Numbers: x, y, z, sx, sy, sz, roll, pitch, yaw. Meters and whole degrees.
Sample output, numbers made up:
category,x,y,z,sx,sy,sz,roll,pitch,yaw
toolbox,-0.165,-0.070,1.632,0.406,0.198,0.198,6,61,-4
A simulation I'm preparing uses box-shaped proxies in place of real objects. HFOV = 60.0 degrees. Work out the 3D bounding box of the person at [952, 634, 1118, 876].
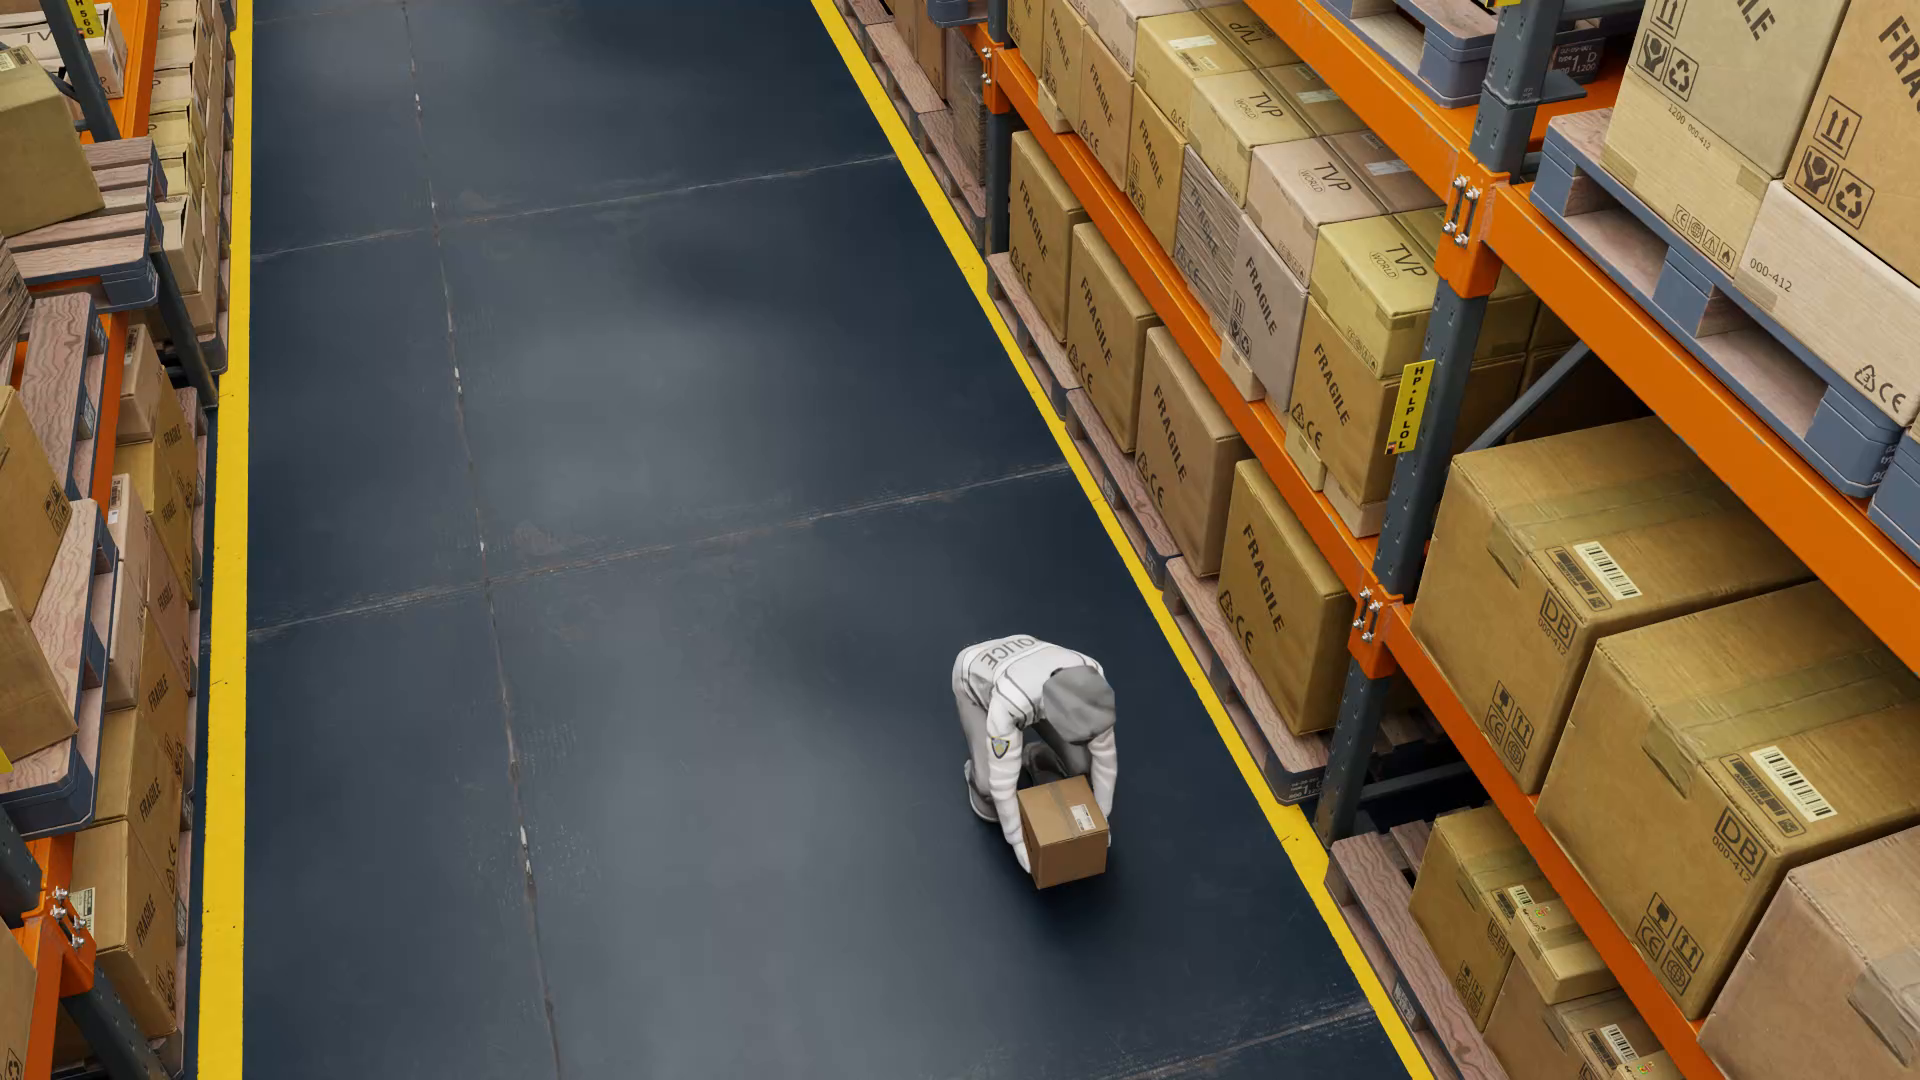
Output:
category,x,y,z,sx,sy,sz,roll,pitch,yaw
person,0.268,0.666,5.951,0.490,0.974,0.825,-12,44,-13
